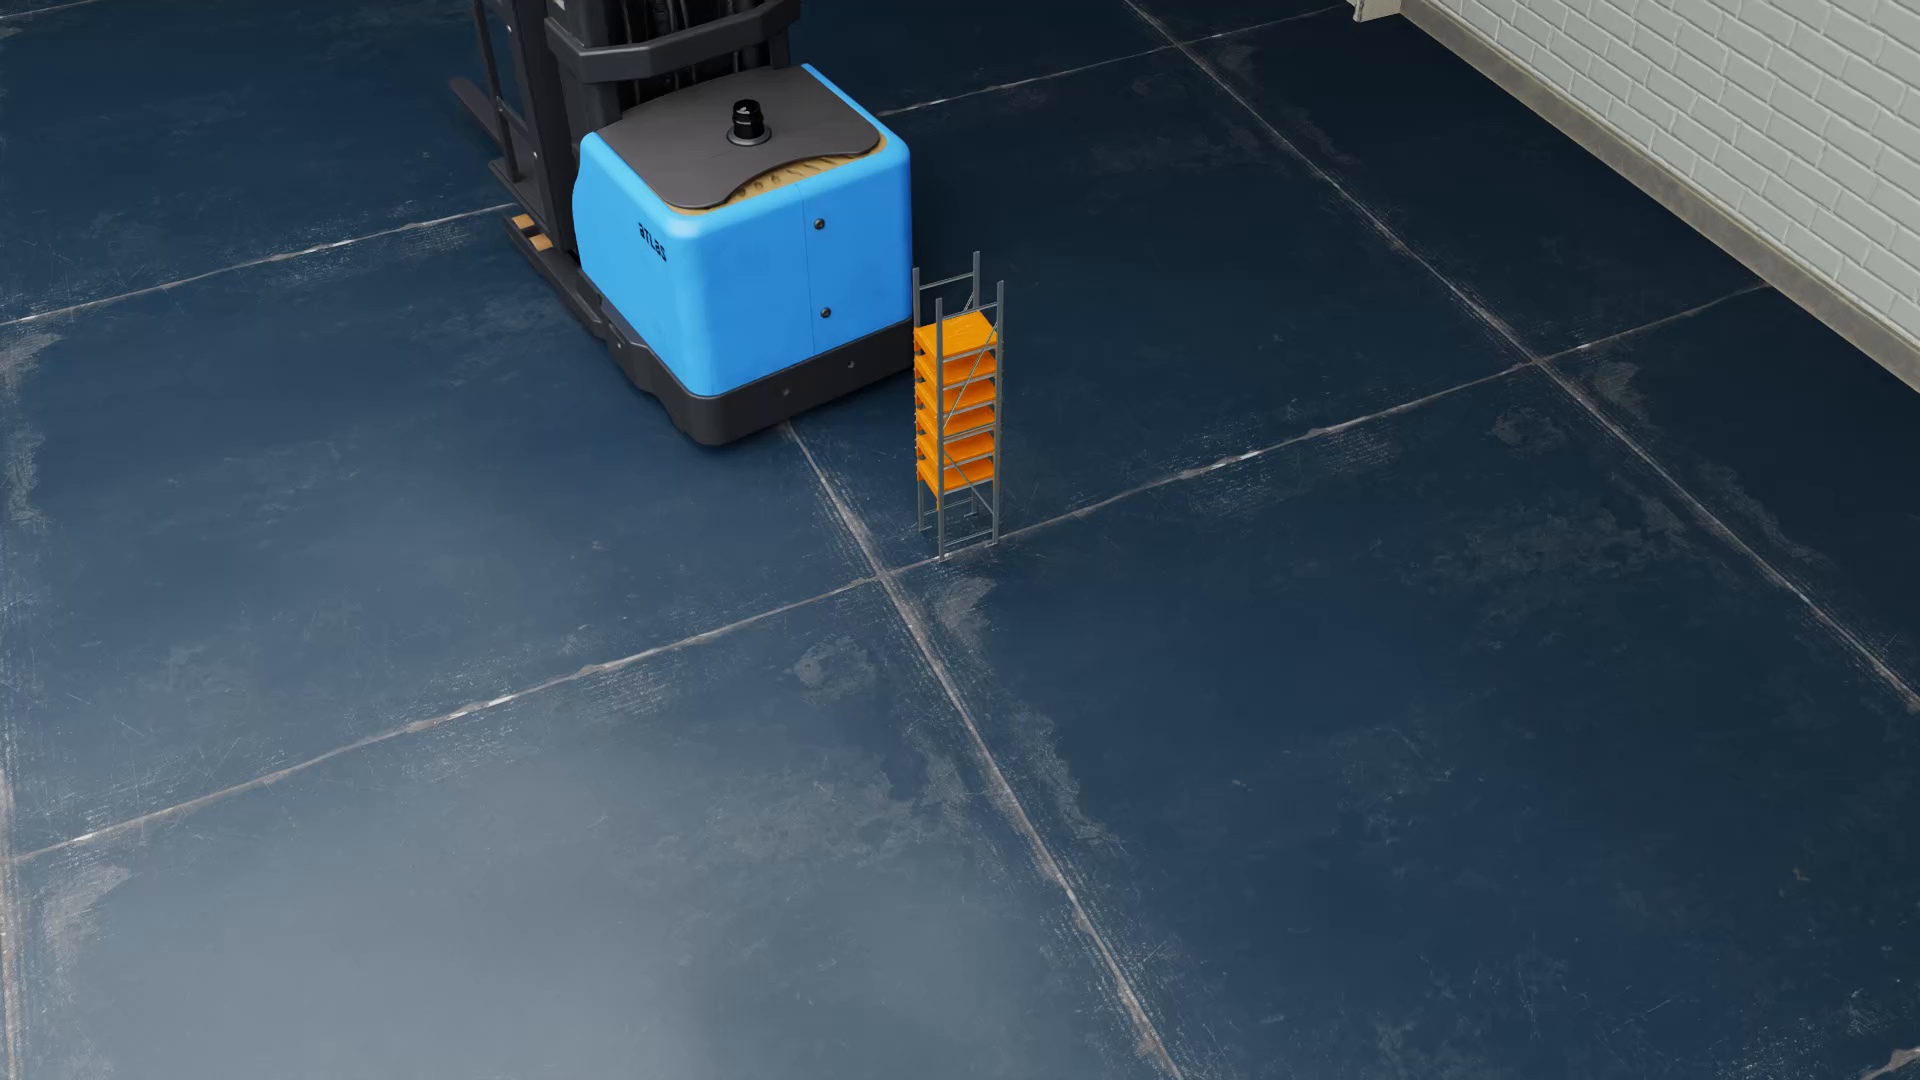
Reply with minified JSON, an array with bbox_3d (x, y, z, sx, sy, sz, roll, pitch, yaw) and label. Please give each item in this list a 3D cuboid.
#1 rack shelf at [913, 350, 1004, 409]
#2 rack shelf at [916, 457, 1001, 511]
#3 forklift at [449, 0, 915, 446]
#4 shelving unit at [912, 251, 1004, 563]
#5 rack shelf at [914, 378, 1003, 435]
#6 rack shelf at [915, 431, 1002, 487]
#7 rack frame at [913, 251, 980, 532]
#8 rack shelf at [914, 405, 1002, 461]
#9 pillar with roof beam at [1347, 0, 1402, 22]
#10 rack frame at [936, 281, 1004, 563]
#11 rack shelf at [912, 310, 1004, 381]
[{"bbox_3d":[-0.006,-0.576,5.701,0.258,0.103,0.180,-18,47,-17],"label":"rack shelf"},{"bbox_3d":[-0.006,-0.234,6.038,0.258,0.103,0.180,-18,47,-17],"label":"rack shelf"},{"bbox_3d":[-1.411,-2.419,6.615,1.130,2.935,3.031,-25,50,-23],"label":"forklift"},{"bbox_3d":[-0.006,-0.436,5.838,0.258,1.200,0.189,-18,47,-17],"label":"shelving unit"},{"bbox_3d":[-0.006,-0.490,5.785,0.258,0.103,0.180,-18,47,-17],"label":"rack shelf"},{"bbox_3d":[-0.006,-0.319,5.953,0.258,0.103,0.180,-18,47,-17],"label":"rack shelf"},{"bbox_3d":[-0.045,-0.495,5.897,0.240,1.200,0.006,-18,47,-17],"label":"rack frame"},{"bbox_3d":[-0.006,-0.405,5.869,0.258,0.103,0.180,-18,47,-17],"label":"rack shelf"},{"bbox_3d":[-1.663,-4.945,4.854,9.100,9.000,0.400,-18,47,-17],"label":"pillar with roof beam"},{"bbox_3d":[0.032,-0.378,5.779,0.240,1.200,0.006,-18,47,-17],"label":"rack frame"},{"bbox_3d":[-0.006,-0.661,5.616,0.258,0.103,0.180,-18,47,-17],"label":"rack shelf"}]
